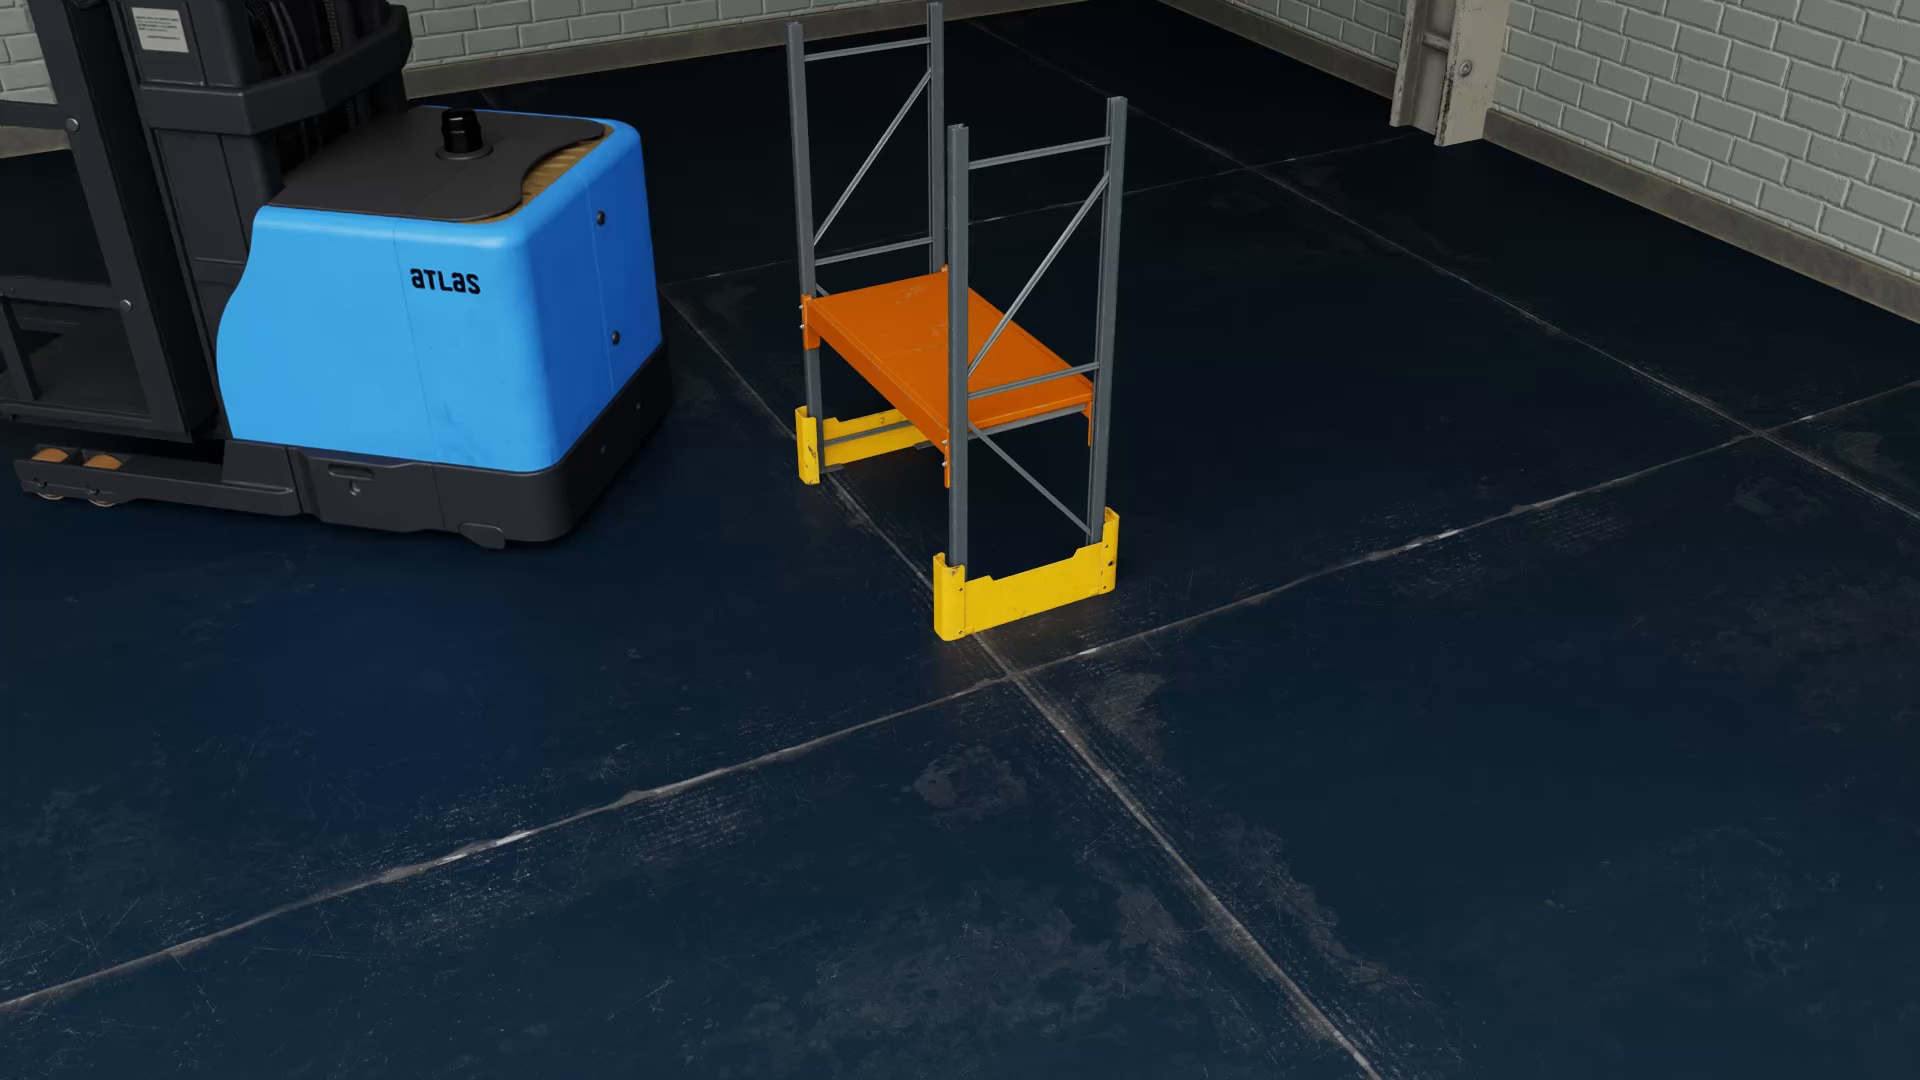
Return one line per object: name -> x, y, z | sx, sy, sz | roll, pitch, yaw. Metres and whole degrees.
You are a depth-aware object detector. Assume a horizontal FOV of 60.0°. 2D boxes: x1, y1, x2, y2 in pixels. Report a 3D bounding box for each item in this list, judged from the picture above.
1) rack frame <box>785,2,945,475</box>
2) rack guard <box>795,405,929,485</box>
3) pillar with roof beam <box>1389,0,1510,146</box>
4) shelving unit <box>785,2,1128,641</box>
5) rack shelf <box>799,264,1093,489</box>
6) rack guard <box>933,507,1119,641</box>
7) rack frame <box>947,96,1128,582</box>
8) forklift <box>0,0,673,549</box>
rack frame -> -0.277, -0.915, 5.288 | 0.500, 1.500, 0.032 | -16, 36, -23
rack guard -> -0.268, -0.379, 5.610 | 0.587, 0.250, 0.087 | -16, 36, -23
pillar with roof beam -> -1.360, -4.808, 4.413 | 9.100, 9.000, 0.400 | -16, 36, -23
shelving unit -> -0.036, -0.668, 4.902 | 0.587, 1.500, 1.083 | -16, 36, -23
rack shelf -> -0.040, -0.521, 5.006 | 0.538, 0.185, 1.000 | -16, 36, -23
rack guard -> 0.197, 0.096, 4.868 | 0.587, 0.250, 0.087 | -16, 36, -23
rack frame -> 0.197, -0.430, 4.530 | 0.500, 1.500, 0.032 | -16, 36, -23
forklift -> -2.588, -1.611, 5.048 | 3.031, 2.935, 1.130 | 7, 33, 11
